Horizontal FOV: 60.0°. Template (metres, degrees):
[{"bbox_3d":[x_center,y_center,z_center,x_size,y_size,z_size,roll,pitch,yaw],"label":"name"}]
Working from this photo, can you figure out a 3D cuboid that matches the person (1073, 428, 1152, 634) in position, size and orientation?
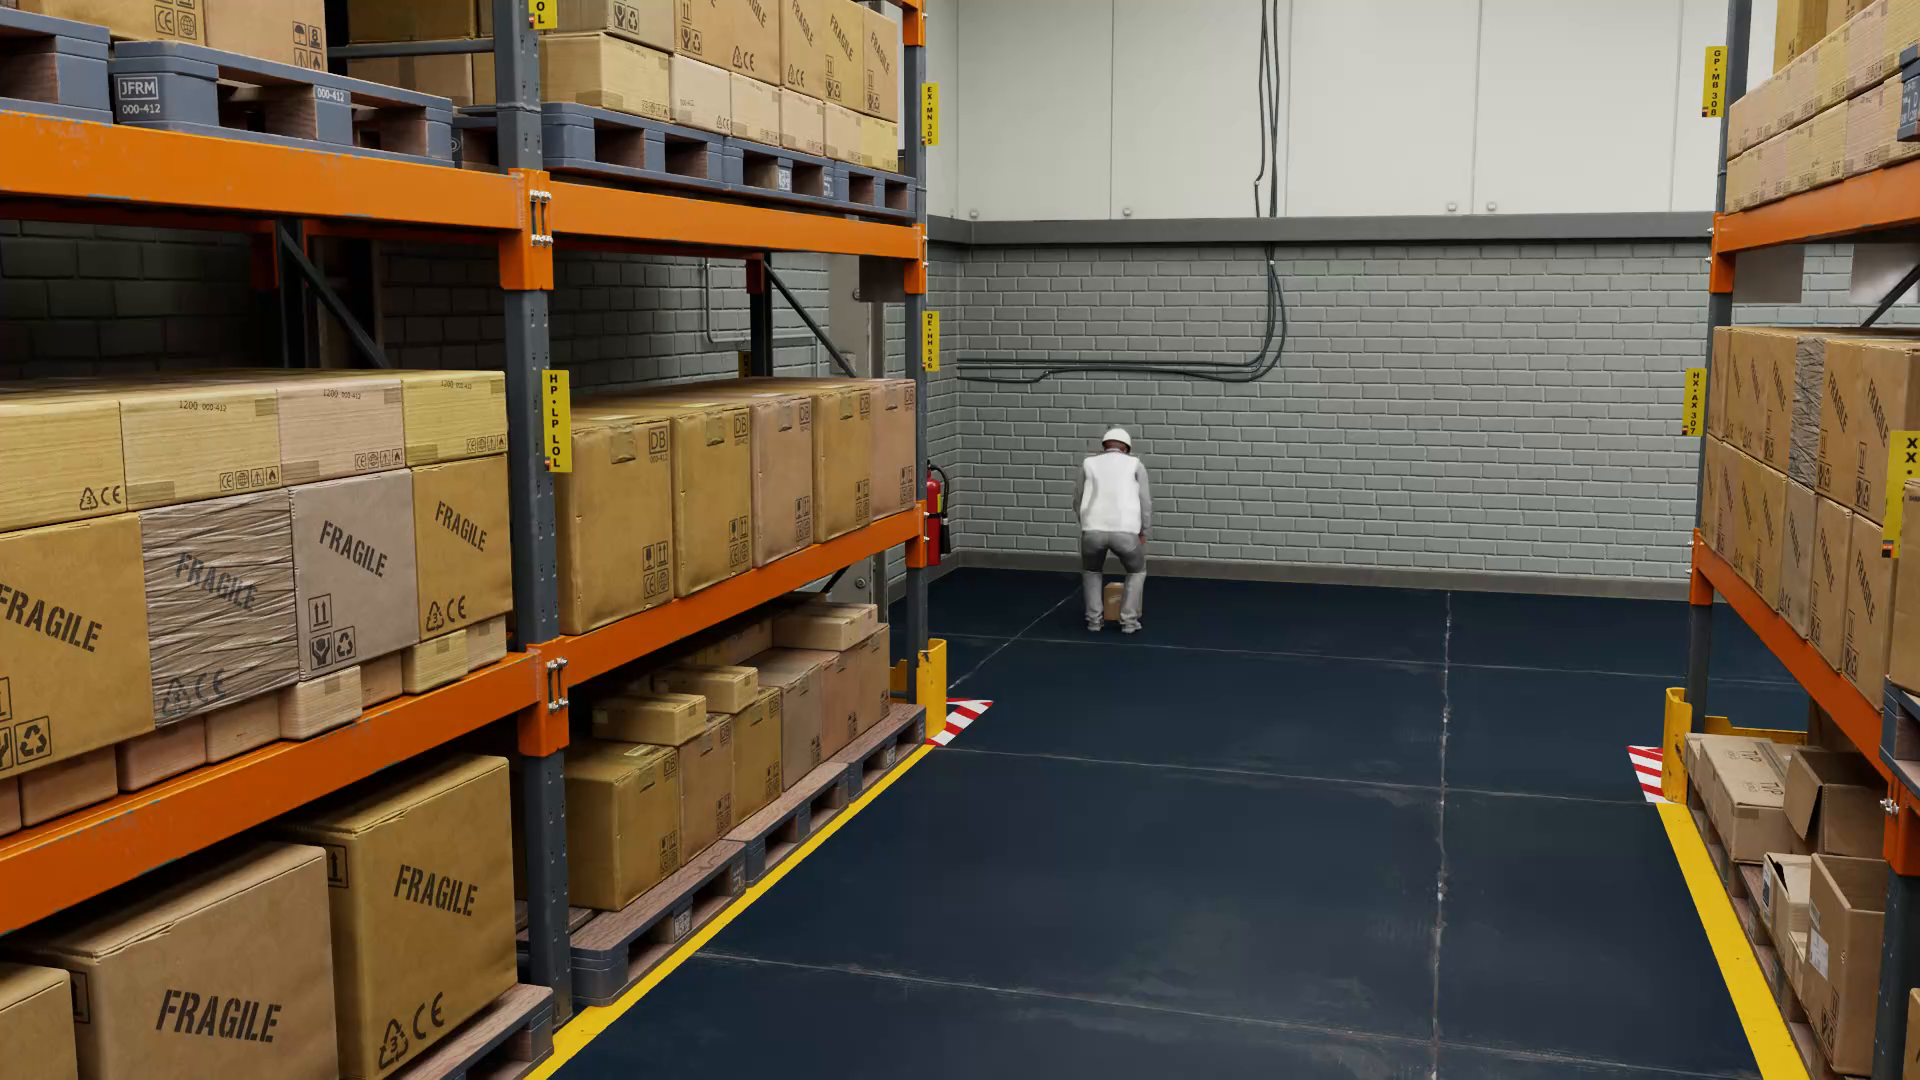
[{"bbox_3d":[1.109,-0.074,12.296,0.591,1.478,0.734,2,9,16],"label":"person"}]
